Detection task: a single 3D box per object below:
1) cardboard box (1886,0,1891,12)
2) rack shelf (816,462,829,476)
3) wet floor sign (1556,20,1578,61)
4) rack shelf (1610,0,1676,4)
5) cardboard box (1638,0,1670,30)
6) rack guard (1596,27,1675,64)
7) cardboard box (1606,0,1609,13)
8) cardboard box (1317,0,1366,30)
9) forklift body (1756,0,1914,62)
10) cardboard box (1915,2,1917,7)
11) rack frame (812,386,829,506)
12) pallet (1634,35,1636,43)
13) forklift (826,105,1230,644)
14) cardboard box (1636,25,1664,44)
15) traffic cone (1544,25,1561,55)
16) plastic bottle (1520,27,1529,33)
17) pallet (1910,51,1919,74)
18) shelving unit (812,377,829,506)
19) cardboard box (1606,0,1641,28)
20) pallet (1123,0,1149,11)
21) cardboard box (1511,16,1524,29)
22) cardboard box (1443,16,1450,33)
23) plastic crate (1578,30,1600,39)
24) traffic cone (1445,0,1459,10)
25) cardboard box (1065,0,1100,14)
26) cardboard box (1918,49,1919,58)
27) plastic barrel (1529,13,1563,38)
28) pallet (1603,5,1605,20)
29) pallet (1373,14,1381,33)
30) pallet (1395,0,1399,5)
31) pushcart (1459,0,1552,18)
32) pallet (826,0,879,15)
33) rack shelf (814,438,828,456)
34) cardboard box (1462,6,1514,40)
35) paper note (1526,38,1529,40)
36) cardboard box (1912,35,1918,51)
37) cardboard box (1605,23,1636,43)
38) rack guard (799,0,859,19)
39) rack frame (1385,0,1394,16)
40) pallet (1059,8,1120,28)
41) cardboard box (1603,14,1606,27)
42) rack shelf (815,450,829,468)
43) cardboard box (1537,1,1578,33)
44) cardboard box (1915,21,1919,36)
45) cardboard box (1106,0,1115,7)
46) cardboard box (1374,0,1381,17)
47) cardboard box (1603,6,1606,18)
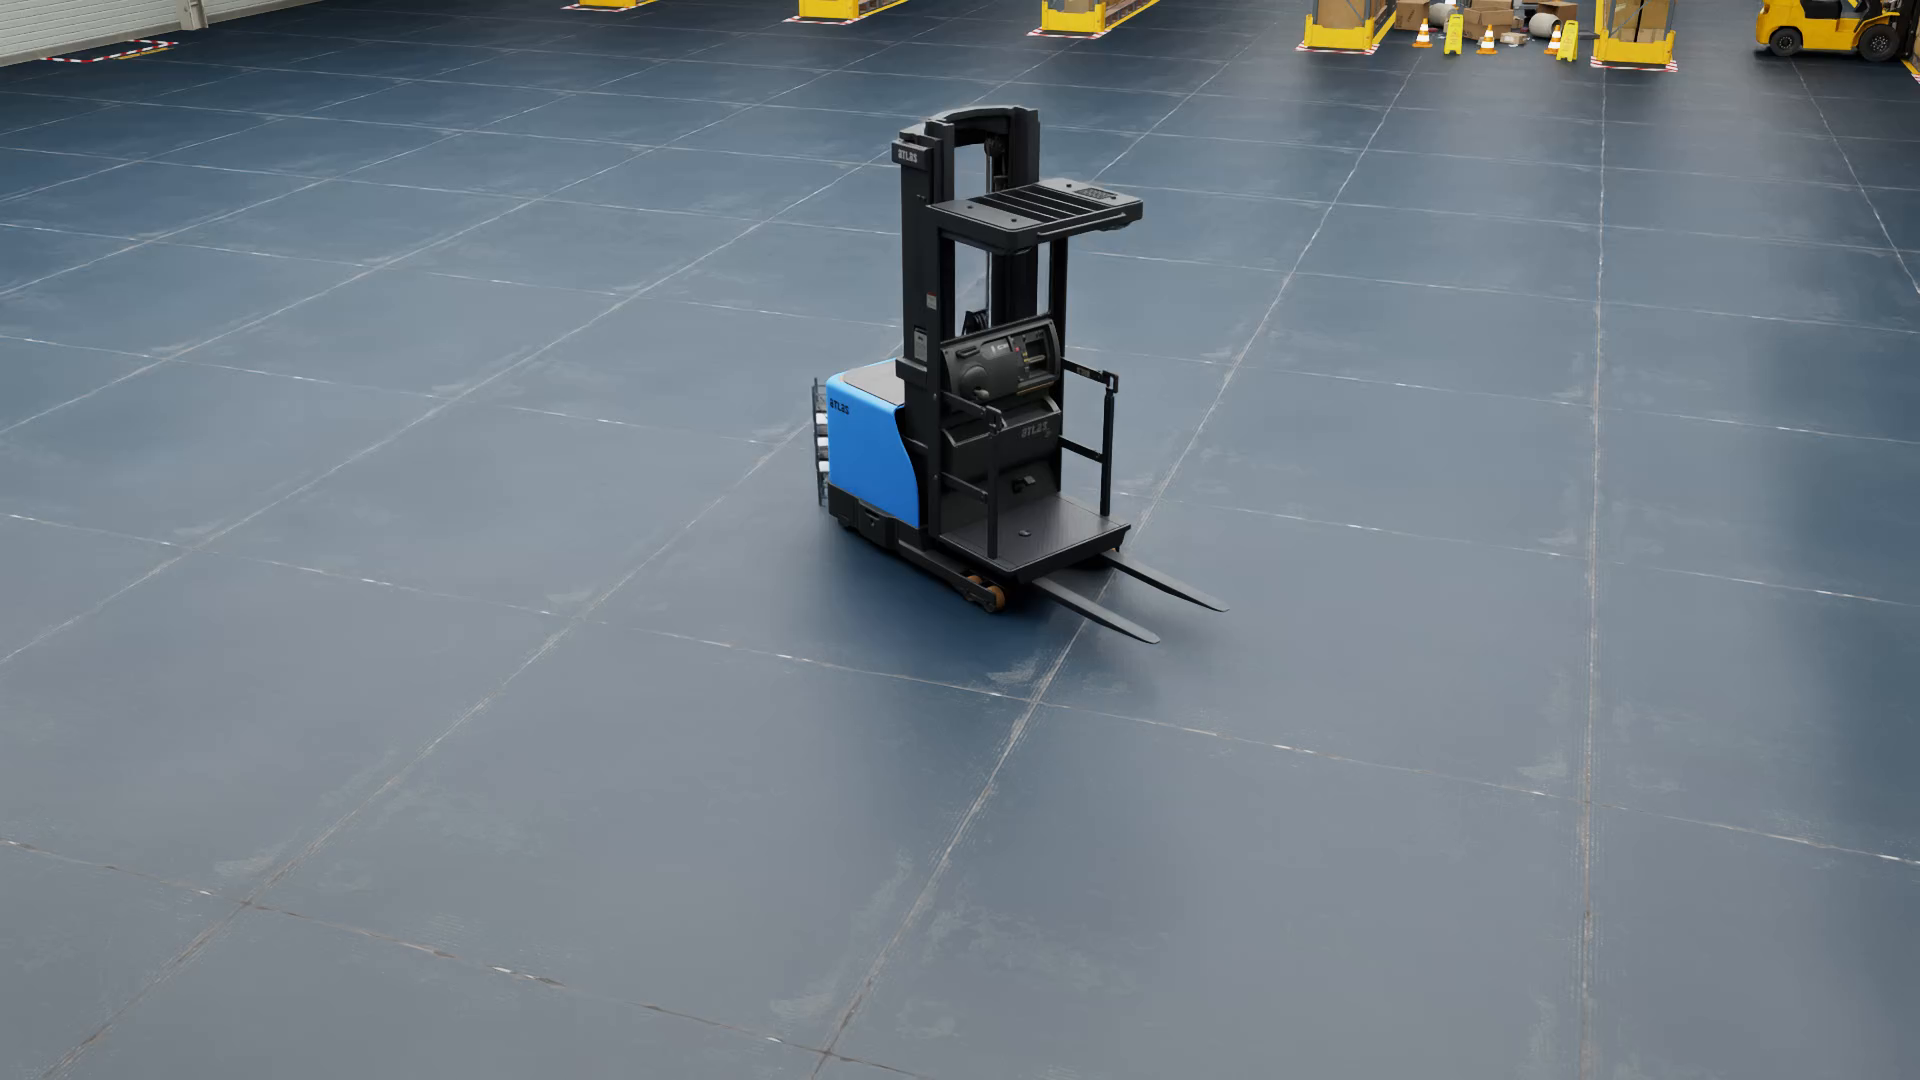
[{"bbox_3d":[17.890,-10.074,31.081,0.875,0.625,0.625,8,27,17],"label":"cardboard box"},{"bbox_3d":[-0.899,-0.506,11.957,0.258,0.077,0.200,-1,23,1],"label":"rack shelf"},{"bbox_3d":[10.377,-8.512,28.314,0.267,0.644,0.232,20,32,35],"label":"wet floor sign"},{"bbox_3d":[12.114,-9.993,29.496,1.077,0.370,4.000,9,27,17],"label":"rack shelf"},{"bbox_3d":[11.985,-9.085,28.608,0.500,0.500,0.500,8,27,16],"label":"cardboard box"},{"bbox_3d":[11.474,-8.401,28.251,1.175,0.500,0.348,9,27,17],"label":"rack guard"},{"bbox_3d":[11.814,-9.572,29.614,0.500,0.500,0.500,8,27,16],"label":"cardboard box"},{"bbox_3d":[6.911,-9.692,30.005,0.875,0.875,0.875,9,27,18],"label":"cardboard box"},{"bbox_3d":[15.041,-9.438,28.499,2.313,2.155,1.214,9,27,17],"label":"forklift body"},{"bbox_3d":[16.489,-9.039,28.226,0.500,0.250,0.500,8,27,16],"label":"cardboard box"},{"bbox_3d":[-0.905,-0.661,11.779,0.240,0.900,0.006,-1,23,1],"label":"rack frame"},{"bbox_3d":[11.778,-8.600,28.992,1.003,0.211,1.213,9,27,17],"label":"pallet"},{"bbox_3d":[0.407,-1.110,10.403,1.130,2.935,3.031,-20,32,-36],"label":"forklift"},{"bbox_3d":[11.978,-8.737,28.751,0.500,0.250,0.500,9,27,17],"label":"cardboard box"},{"bbox_3d":[10.375,-8.717,28.946,0.336,0.463,0.334,9,27,17],"label":"traffic cone"},{"bbox_3d":[10.582,-9.557,31.143,0.133,0.061,0.283,14,29,26],"label":"plastic bottle"},{"bbox_3d":[16.346,-7.842,27.427,1.003,0.211,1.213,9,27,17],"label":"pallet"},{"bbox_3d":[-0.904,-0.702,11.872,0.258,0.900,0.210,-1,23,1],"label":"shelving unit"},{"bbox_3d":[11.469,-9.151,28.744,0.500,0.500,0.500,9,27,18],"label":"cardboard box"},{"bbox_3d":[3.245,-11.039,34.032,1.003,0.211,1.213,9,27,17],"label":"pallet"},{"bbox_3d":[10.485,-9.884,31.584,0.258,0.266,0.396,-9,27,-18],"label":"cardboard box"},{"bbox_3d":[9.243,-9.611,31.018,0.396,0.266,0.258,14,29,26],"label":"cardboard box"},{"bbox_3d":[11.484,-9.298,30.586,0.402,0.080,0.583,0,26,-1],"label":"plastic crate"},{"bbox_3d":[9.949,-11.005,33.672,0.336,0.463,0.334,9,27,17],"label":"traffic cone"},{"bbox_3d":[2.327,-10.250,31.588,0.500,0.500,0.500,14,29,27],"label":"cardboard box"},{"bbox_3d":[15.989,-7.967,27.159,0.500,0.250,0.500,9,27,18],"label":"cardboard box"},{"bbox_3d":[10.708,-9.403,30.409,0.421,0.421,0.512,-14,29,-27],"label":"plastic barrel"},{"bbox_3d":[13.038,-10.203,32.305,1.003,0.211,1.213,9,27,17],"label":"pallet"},{"bbox_3d":[7.347,-9.755,31.380,1.003,0.211,1.213,9,27,17],"label":"pallet"},{"bbox_3d":[8.668,-11.391,34.757,1.003,0.211,1.213,9,27,17],"label":"pallet"},{"bbox_3d":[10.613,-10.268,32.248,1.648,0.377,0.936,0,26,-1],"label":"pushcart"},{"bbox_3d":[-2.311,-10.766,33.467,1.003,0.211,1.213,9,27,17],"label":"pallet"},{"bbox_3d":[-0.903,-0.671,11.885,0.258,0.077,0.200,-1,23,1],"label":"rack shelf"},{"bbox_3d":[9.646,-9.460,30.434,0.797,0.503,0.637,-9,27,-18],"label":"cardboard box"},{"bbox_3d":[10.310,-9.158,30.365,0.148,0.019,0.142,20,32,35],"label":"paper note"},{"bbox_3d":[16.339,-8.374,28.000,0.500,0.250,0.500,9,27,18],"label":"cardboard box"},{"bbox_3d":[11.472,-8.827,28.936,0.500,0.250,0.500,9,27,17],"label":"cardboard box"},{"bbox_3d":[-2.586,-10.563,32.716,1.175,0.500,0.348,9,27,17],"label":"rack guard"},{"bbox_3d":[8.078,-11.815,32.433,1.000,3.000,0.127,9,27,17],"label":"rack frame"},{"bbox_3d":[2.433,-10.037,31.961,1.003,0.211,1.213,9,27,17],"label":"pallet"},{"bbox_3d":[11.813,-9.245,29.799,0.500,0.250,0.500,8,27,16],"label":"cardboard box"},{"bbox_3d":[-0.901,-0.588,11.921,0.258,0.077,0.200,-1,23,1],"label":"rack shelf"},{"bbox_3d":[11.140,-9.771,31.079,0.500,0.500,0.500,-14,29,-27],"label":"cardboard box"},{"bbox_3d":[16.327,-8.618,27.930,0.500,0.250,0.500,8,27,16],"label":"cardboard box"},{"bbox_3d":[2.720,-10.755,32.631,0.500,0.500,0.500,11,28,22],"label":"cardboard box"},{"bbox_3d":[7.507,-10.428,31.526,0.875,0.875,0.875,9,27,18],"label":"cardboard box"},{"bbox_3d":[12.329,-9.887,31.124,0.500,0.250,0.500,7,27,15],"label":"cardboard box"}]
